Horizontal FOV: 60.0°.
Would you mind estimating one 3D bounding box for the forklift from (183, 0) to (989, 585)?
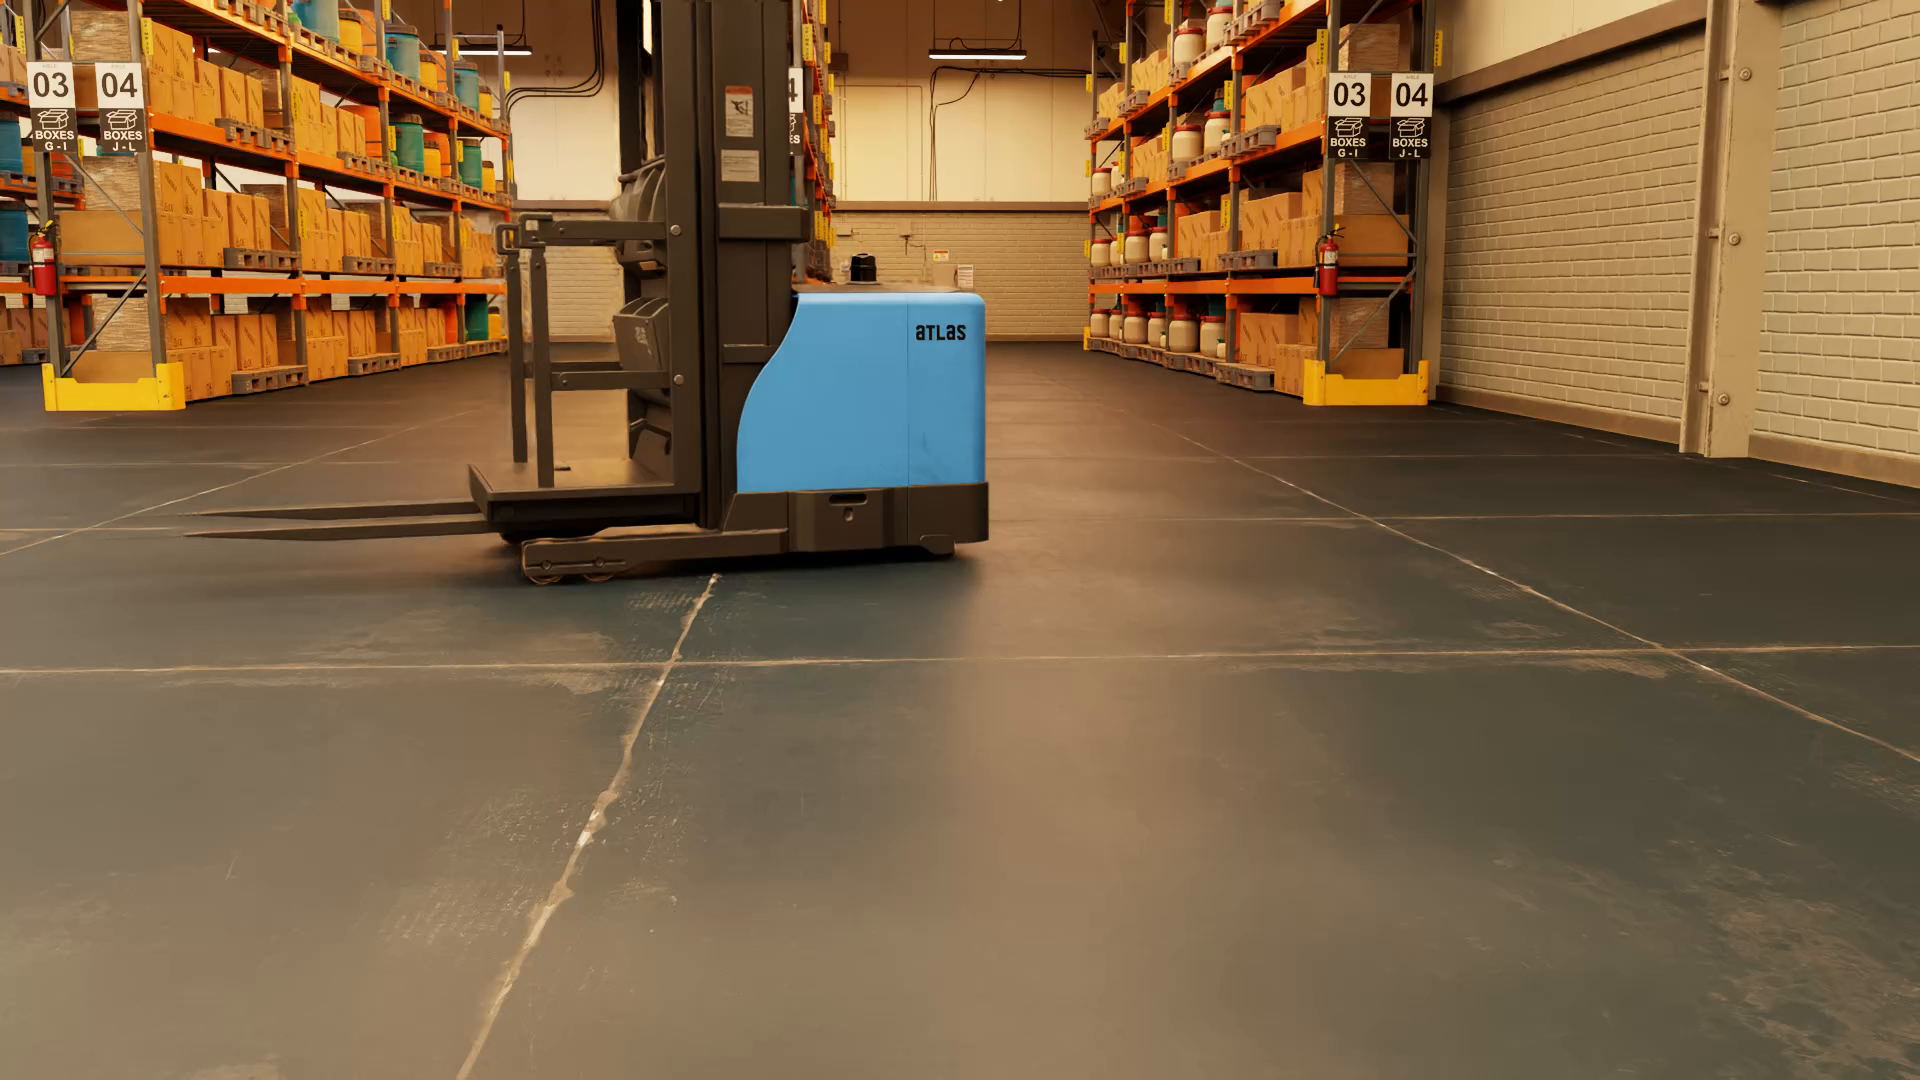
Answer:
[{"bbox_3d":[-1.455,-1.370,6.555,3.031,2.935,1.130,-3,9,-20],"label":"forklift"}]
